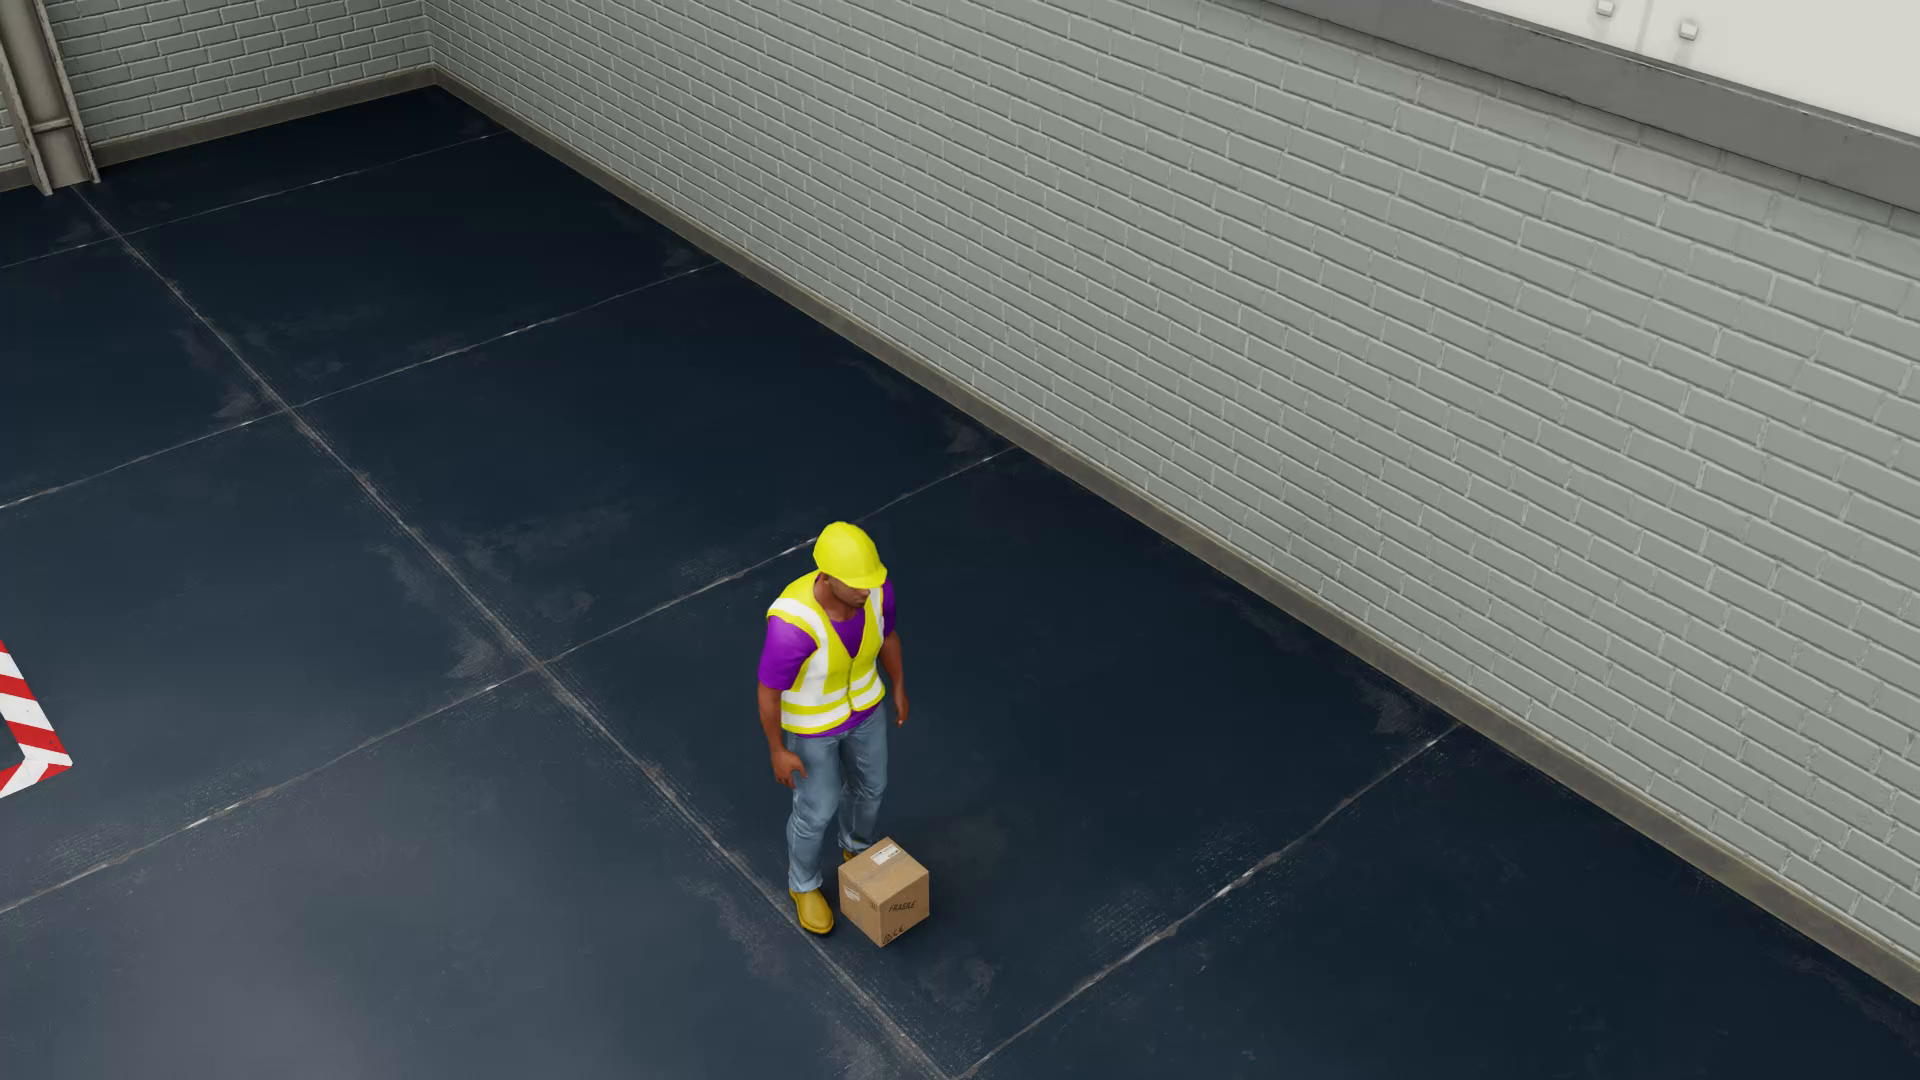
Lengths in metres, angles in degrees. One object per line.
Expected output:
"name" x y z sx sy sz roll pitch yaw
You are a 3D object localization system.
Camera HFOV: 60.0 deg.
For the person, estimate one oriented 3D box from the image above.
"person" -0.445 0.657 6.148 0.635 1.760 0.460 -27 44 -32
